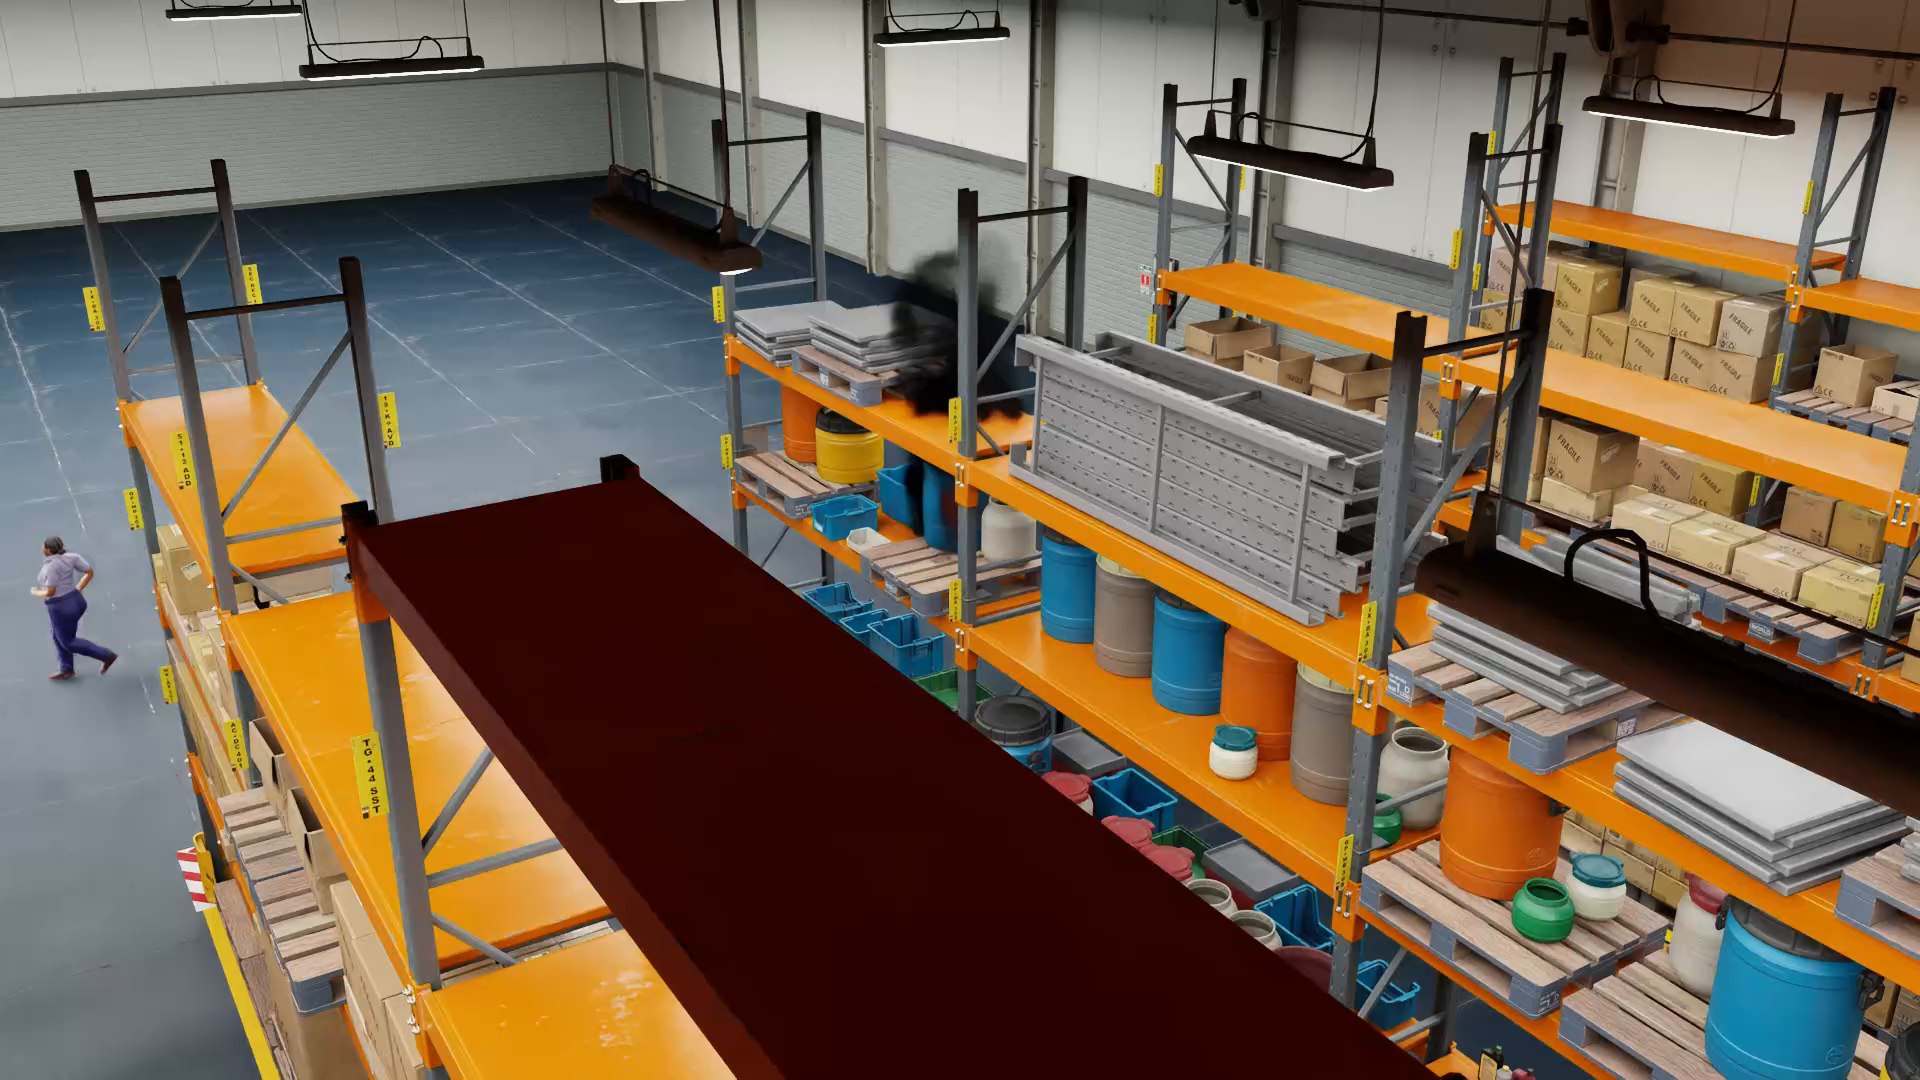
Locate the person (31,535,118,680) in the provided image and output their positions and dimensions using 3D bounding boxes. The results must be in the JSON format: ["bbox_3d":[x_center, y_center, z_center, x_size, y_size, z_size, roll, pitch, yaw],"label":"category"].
[{"bbox_3d":[-9.310,0.737,17.388,0.831,1.657,0.598,1,22,2],"label":"person"}]
